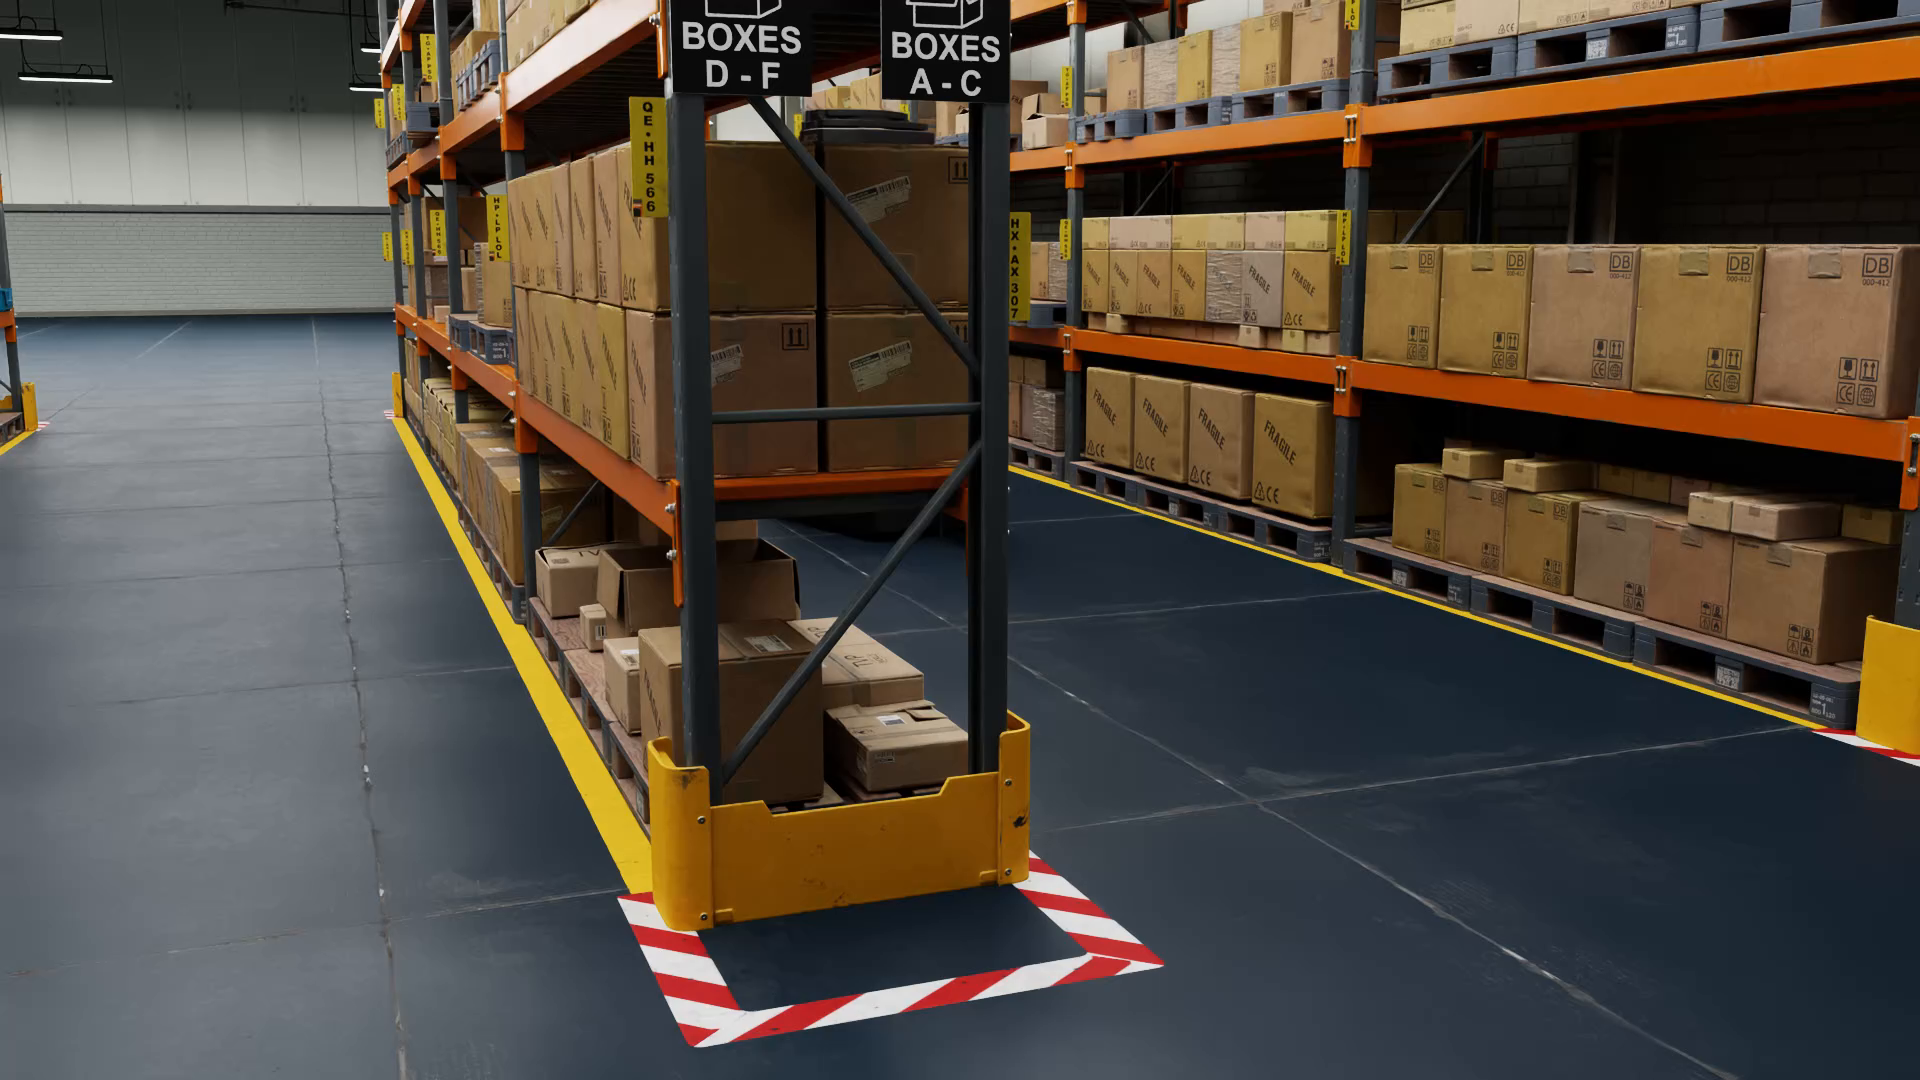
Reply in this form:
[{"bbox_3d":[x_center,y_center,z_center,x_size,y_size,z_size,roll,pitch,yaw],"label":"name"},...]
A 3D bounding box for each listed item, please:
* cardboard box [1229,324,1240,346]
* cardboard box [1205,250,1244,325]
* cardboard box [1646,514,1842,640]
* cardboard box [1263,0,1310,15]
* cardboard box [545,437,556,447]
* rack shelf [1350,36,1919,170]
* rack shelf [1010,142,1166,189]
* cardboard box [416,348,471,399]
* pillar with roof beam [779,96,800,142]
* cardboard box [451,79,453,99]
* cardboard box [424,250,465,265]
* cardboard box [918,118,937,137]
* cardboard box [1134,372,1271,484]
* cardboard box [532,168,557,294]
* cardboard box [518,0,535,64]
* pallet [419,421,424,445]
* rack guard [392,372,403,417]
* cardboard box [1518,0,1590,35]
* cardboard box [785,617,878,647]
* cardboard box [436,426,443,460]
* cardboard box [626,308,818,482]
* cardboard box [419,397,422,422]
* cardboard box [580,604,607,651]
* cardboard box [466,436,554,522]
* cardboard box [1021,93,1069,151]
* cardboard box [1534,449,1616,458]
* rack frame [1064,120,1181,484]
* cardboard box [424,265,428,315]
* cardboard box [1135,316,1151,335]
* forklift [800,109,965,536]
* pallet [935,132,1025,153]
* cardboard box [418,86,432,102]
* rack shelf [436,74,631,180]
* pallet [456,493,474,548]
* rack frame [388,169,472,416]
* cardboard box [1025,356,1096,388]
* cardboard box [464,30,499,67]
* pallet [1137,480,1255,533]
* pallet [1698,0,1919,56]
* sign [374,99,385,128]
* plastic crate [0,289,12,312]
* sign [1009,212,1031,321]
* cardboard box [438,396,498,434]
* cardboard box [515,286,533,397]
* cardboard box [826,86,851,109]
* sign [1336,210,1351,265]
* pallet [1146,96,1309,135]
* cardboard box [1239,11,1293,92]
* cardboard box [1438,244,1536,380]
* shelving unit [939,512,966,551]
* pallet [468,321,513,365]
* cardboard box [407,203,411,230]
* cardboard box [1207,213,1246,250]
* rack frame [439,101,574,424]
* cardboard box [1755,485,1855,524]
[{"bbox_3d":[2.099,-1.428,11.545,0.380,0.149,0.250,-4,11,-21],"label":"cardboard box"},{"bbox_3d":[2.057,-1.767,11.595,0.500,0.500,0.500,-4,11,-21],"label":"cardboard box"},{"bbox_3d":[3.749,0.151,7.946,0.700,0.500,0.500,-4,11,-21],"label":"cardboard box"},{"bbox_3d":[2.417,-3.690,11.349,0.500,0.250,0.500,-4,11,-23],"label":"cardboard box"},{"bbox_3d":[-2.493,-0.438,11.200,0.500,0.500,0.500,-4,11,-23],"label":"cardboard box"},{"bbox_3d":[3.552,-2.133,8.334,1.077,0.370,4.000,-4,11,-21],"label":"rack shelf"},{"bbox_3d":[0.653,-3.439,15.675,1.077,0.370,4.000,-4,11,-21],"label":"rack shelf"},{"bbox_3d":[-5.229,-1.694,16.888,0.500,0.500,0.500,-4,11,-21],"label":"cardboard box"},{"bbox_3d":[-6.648,-6.896,24.491,9.100,9.000,0.400,-4,11,-21],"label":"pillar with roof beam"},{"bbox_3d":[-3.661,-3.439,12.853,0.500,0.250,0.500,-4,11,-19],"label":"cardboard box"},{"bbox_3d":[-4.985,-2.727,16.047,0.380,0.149,0.250,-4,11,-21],"label":"cardboard box"},{"bbox_3d":[-0.486,-4.245,17.814,0.500,0.500,0.500,-4,11,-19],"label":"cardboard box"},{"bbox_3d":[1.834,-0.866,12.663,0.750,0.750,0.750,-4,11,-21],"label":"cardboard box"},{"bbox_3d":[-1.506,-1.300,7.024,0.500,0.500,0.500,-4,11,-23],"label":"cardboard box"},{"bbox_3d":[-1.665,-2.248,7.354,0.500,0.250,0.500,-4,11,-21],"label":"cardboard box"},{"bbox_3d":[-4.936,-1.087,16.928,1.003,0.211,1.213,-4,11,-21],"label":"pallet"},{"bbox_3d":[-6.145,-1.754,19.851,1.175,0.500,0.348,-4,11,-21],"label":"rack guard"},{"bbox_3d":[3.196,-2.699,8.405,0.500,0.250,0.500,-4,11,-22],"label":"cardboard box"},{"bbox_3d":[-0.633,0.498,6.648,0.500,0.250,0.500,-4,11,-21],"label":"cardboard box"},{"bbox_3d":[-4.214,-0.848,14.274,0.500,0.250,0.500,-4,11,-20],"label":"cardboard box"},{"bbox_3d":[-0.754,-0.474,5.233,0.500,0.500,0.500,-4,11,-19],"label":"cardboard box"},{"bbox_3d":[-5.231,-1.324,16.953,0.500,0.250,0.500,-4,11,-21],"label":"cardboard box"},{"bbox_3d":[-1.515,0.380,7.555,0.380,0.166,0.250,-4,11,-21],"label":"cardboard box"},{"bbox_3d":[-2.967,-0.401,10.989,0.500,0.500,0.500,-4,11,-22],"label":"cardboard box"},{"bbox_3d":[0.995,-3.744,14.989,0.797,0.503,0.637,-2,10,-13],"label":"cardboard box"},{"bbox_3d":[3.425,-0.411,9.251,0.380,0.149,0.250,-4,11,-23],"label":"cardboard box"},{"bbox_3d":[1.378,-1.989,14.040,1.000,3.000,0.127,-4,11,-21],"label":"rack frame"},{"bbox_3d":[-5.051,-2.534,16.817,0.700,0.500,0.500,-4,11,-21],"label":"cardboard box"},{"bbox_3d":[1.588,-1.684,12.980,0.380,0.149,0.250,-4,11,-21],"label":"cardboard box"},{"bbox_3d":[-0.968,-1.684,12.518,1.130,2.935,3.031,-7,12,-33],"label":"forklift"},{"bbox_3d":[0.432,-3.750,15.909,1.213,0.211,1.003,-4,11,-21],"label":"pallet"},{"bbox_3d":[-5.166,-4.408,17.175,0.797,0.503,0.637,-3,10,-15],"label":"cardboard box"},{"bbox_3d":[-2.513,-2.471,10.234,1.077,0.370,4.000,-4,11,-21],"label":"rack shelf"},{"bbox_3d":[-3.002,-0.177,11.814,1.003,0.211,1.213,-4,11,-21],"label":"pallet"},{"bbox_3d":[-6.137,-2.980,19.610,1.000,3.000,0.127,-4,11,-21],"label":"rack frame"},{"bbox_3d":[0.921,-1.556,15.342,0.500,0.250,0.500,-4,11,-20],"label":"cardboard box"},{"bbox_3d":[-2.675,-2.963,10.664,0.910,0.500,0.500,-4,11,-21],"label":"cardboard box"},{"bbox_3d":[2.032,-0.284,12.416,1.003,0.211,1.213,-4,11,-21],"label":"pallet"},{"bbox_3d":[3.999,-2.237,7.121,1.003,0.211,1.213,-4,11,-21],"label":"pallet"},{"bbox_3d":[-6.656,-4.892,19.071,0.100,0.325,0.005,-4,11,-21],"label":"sign"},{"bbox_3d":[-10.294,-2.531,17.506,0.499,0.251,0.616,-4,11,-21],"label":"plastic crate"},{"bbox_3d":[0.167,-0.829,5.046,0.100,0.325,0.005,-4,11,-21],"label":"sign"},{"bbox_3d":[-4.032,-1.040,13.755,0.500,0.311,0.500,-4,11,-21],"label":"cardboard box"},{"bbox_3d":[-1.857,-0.970,8.025,0.500,0.500,0.500,-4,11,-19],"label":"cardboard box"},{"bbox_3d":[-1.277,-5.077,19.635,0.500,0.500,0.500,-4,11,-19],"label":"cardboard box"},{"bbox_3d":[2.325,-1.832,10.072,0.100,0.325,0.005,-4,11,-21],"label":"sign"},{"bbox_3d":[2.069,-3.089,12.196,1.003,0.211,1.213,-3,11,-18],"label":"pallet"},{"bbox_3d":[2.349,-3.317,11.393,0.700,0.500,0.500,-4,11,-22],"label":"cardboard box"},{"bbox_3d":[3.268,-1.275,9.167,0.980,0.700,0.700,-4,11,-22],"label":"cardboard box"},{"bbox_3d":[0.060,-0.564,11.163,0.258,1.200,0.503,-4,11,-21],"label":"shelving unit"},{"bbox_3d":[-2.528,-1.263,10.503,1.003,0.211,1.213,-4,11,-21],"label":"pallet"},{"bbox_3d":[-5.764,-3.497,18.525,0.700,0.500,0.500,-4,11,-22],"label":"cardboard box"},{"bbox_3d":[2.059,-2.139,11.545,0.500,0.250,0.500,-4,11,-20],"label":"cardboard box"},{"bbox_3d":[-3.237,-1.674,12.269,1.000,3.000,0.127,-4,11,-21],"label":"rack frame"},{"bbox_3d":[3.978,-0.162,7.852,0.380,0.149,0.250,-4,11,-21],"label":"cardboard box"}]
